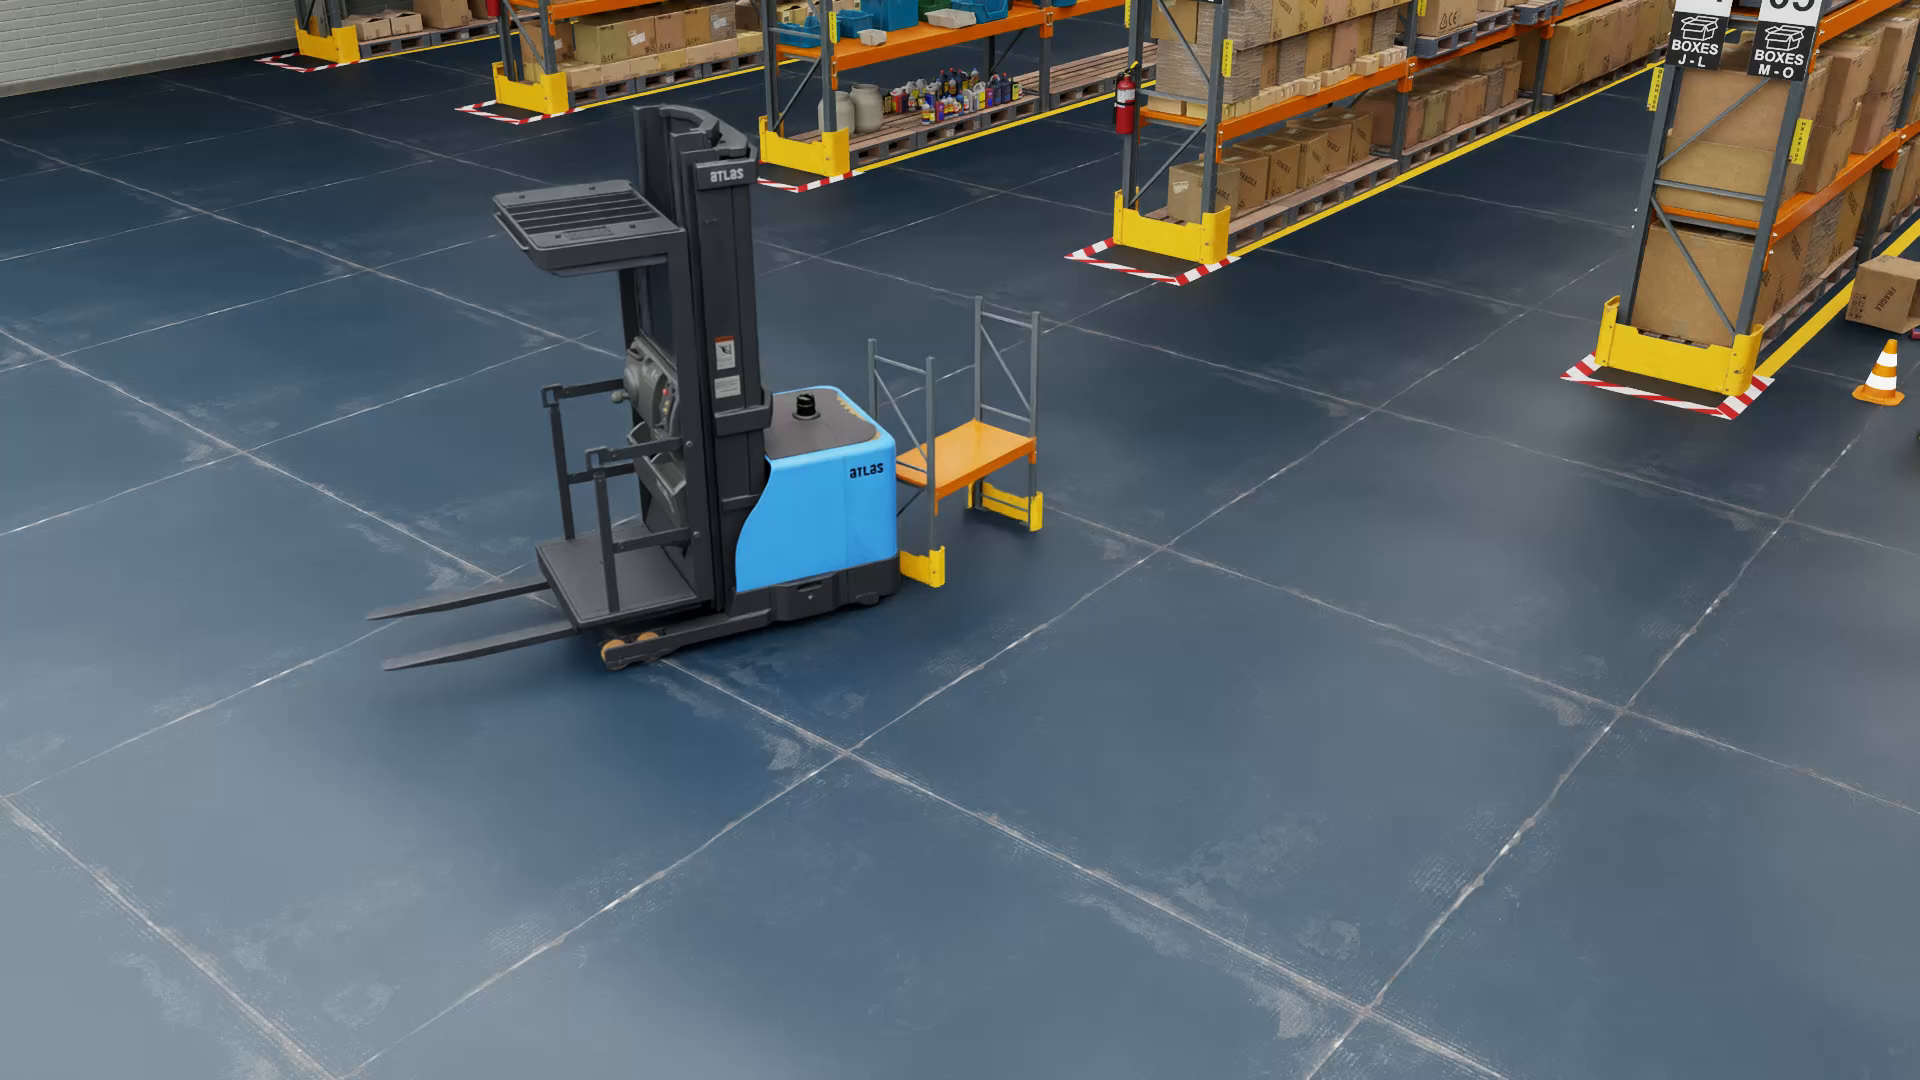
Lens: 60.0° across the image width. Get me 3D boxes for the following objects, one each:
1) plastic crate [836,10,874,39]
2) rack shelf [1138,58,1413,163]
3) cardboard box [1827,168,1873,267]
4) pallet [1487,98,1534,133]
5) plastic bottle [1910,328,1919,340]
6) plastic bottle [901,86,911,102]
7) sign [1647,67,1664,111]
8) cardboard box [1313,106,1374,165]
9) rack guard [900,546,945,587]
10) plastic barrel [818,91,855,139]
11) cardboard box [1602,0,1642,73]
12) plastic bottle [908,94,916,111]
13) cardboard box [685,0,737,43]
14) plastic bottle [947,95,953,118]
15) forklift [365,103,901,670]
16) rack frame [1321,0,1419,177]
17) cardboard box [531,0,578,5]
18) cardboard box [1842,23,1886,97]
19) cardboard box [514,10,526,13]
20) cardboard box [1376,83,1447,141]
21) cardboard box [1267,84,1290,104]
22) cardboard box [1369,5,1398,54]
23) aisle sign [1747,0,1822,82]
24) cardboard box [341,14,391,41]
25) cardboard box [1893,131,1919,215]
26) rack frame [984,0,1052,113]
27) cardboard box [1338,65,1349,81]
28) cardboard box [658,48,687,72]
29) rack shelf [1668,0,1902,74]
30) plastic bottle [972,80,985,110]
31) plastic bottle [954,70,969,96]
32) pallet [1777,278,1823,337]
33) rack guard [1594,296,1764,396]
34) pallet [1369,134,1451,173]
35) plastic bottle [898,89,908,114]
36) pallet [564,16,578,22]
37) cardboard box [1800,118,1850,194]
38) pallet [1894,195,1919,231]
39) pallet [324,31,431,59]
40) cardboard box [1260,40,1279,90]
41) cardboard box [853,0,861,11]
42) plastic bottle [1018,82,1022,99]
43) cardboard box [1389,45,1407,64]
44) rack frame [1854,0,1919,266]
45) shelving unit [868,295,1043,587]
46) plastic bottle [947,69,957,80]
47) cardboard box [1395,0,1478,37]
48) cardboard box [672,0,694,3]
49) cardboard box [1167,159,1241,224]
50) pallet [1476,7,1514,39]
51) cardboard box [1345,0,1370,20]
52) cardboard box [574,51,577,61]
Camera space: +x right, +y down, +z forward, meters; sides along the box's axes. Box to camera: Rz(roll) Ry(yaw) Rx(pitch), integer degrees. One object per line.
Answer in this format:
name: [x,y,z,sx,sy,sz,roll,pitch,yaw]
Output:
plastic crate: [-1.301,-6.049,19.471,0.499,0.251,0.408,21,34,34]
rack shelf: [3.288,-4.563,17.221,1.077,0.370,4.000,21,34,34]
cardboard box: [7.870,-3.147,15.555,0.875,0.875,0.875,21,34,35]
pallet: [6.607,-5.495,21.274,1.003,0.211,1.213,21,34,34]
plastic bottle: [8.276,-1.747,14.192,0.283,0.061,0.133,9,29,17]
plastic bottle: [-0.706,-5.517,20.767,0.152,0.276,0.135,20,33,33]
sign: [5.369,-3.471,12.809,0.100,0.325,0.005,21,34,34]
cardboard box: [4.275,-4.538,18.653,0.500,0.500,0.500,20,33,33]
rack guard: [-0.337,0.086,10.443,0.587,0.250,0.087,21,34,35]
plastic barrel: [-1.446,-4.958,19.453,0.421,0.512,0.421,0,27,0]
cardboard box: [8.690,-7.121,23.238,1.225,0.875,0.875,19,33,33]
plastic bottle: [-0.598,-5.454,20.726,0.097,0.201,0.097,0,27,0]
cardboard box: [-3.534,-7.385,23.611,0.500,0.500,0.500,21,34,34]
plastic bottle: [-0.130,-5.314,20.379,0.097,0.271,0.097,0,27,0]
forklift: [-1.919,-0.842,9.320,3.031,2.935,1.130,-13,30,-23]
rack frame: [4.561,-5.592,18.427,1.000,3.000,0.127,21,34,34]
cardboard box: [-5.319,-7.276,21.574,0.700,0.500,0.500,21,34,34]
cardboard box: [7.353,-4.152,14.304,0.875,0.550,0.550,21,34,34]
cardboard box: [-7.223,-8.673,26.988,0.380,0.166,0.250,16,31,28]
cardboard box: [5.286,-5.052,19.625,0.700,0.500,0.500,21,34,34]
cardboard box: [3.033,-4.442,16.477,0.380,0.149,0.250,21,34,34]
cardboard box: [4.227,-5.627,18.062,0.875,0.500,0.500,21,34,34]
aisle sign: [5.966,-3.730,11.998,0.394,0.787,0.004,21,34,34]
cardboard box: [-8.941,-7.737,25.020,0.500,0.311,0.500,17,32,29]
cardboard box: [9.266,-3.881,17.111,1.050,0.750,0.750,21,34,34]
rack frame: [0.739,-7.039,21.225,1.000,3.000,0.127,21,34,34]
cardboard box: [3.817,-4.889,17.342,0.380,0.149,0.250,21,34,34]
cardboard box: [-4.157,-6.692,23.088,0.500,0.250,0.500,21,34,34]
rack shelf: [7.051,-4.410,13.660,1.077,0.370,4.000,21,34,34]
plastic bottle: [0.224,-5.563,20.775,0.144,0.351,0.185,21,34,34]
plastic bottle: [0.016,-5.851,21.332,0.144,0.351,0.185,21,34,34]
pallet: [7.004,-2.187,14.879,1.003,0.211,1.213,21,34,34]
rack guard: [5.764,-1.569,13.372,1.175,0.500,0.348,21,34,34]
pallet: [5.055,-4.630,19.602,1.003,0.211,1.213,21,34,34]
plastic bottle: [-0.712,-5.440,20.610,0.061,0.283,0.133,21,34,34]
pallet: [-6.412,-8.973,27.997,1.003,0.211,1.213,21,34,34]
cardboard box: [6.766,-3.263,13.761,0.875,0.550,0.550,21,34,34]
pallet: [9.532,-3.598,17.607,1.003,0.211,1.213,21,34,34]
pallet: [-8.858,-7.583,25.310,1.003,0.211,1.213,21,34,34]
cardboard box: [2.613,-4.749,16.366,0.875,0.500,0.500,21,34,34]
cardboard box: [-1.649,-8.322,25.629,0.500,0.311,0.500,22,34,36]
plastic bottle: [0.748,-5.772,21.342,0.097,0.201,0.097,0,27,0]
cardboard box: [4.651,-5.318,18.171,0.380,0.149,0.250,21,34,34]
rack frame: [8.324,-4.106,15.555,1.000,3.000,0.127,21,34,34]
shelving unit: [-0.018,-0.645,10.496,0.587,1.500,1.083,21,34,35]
plastic bottle: [-0.095,-5.893,21.413,0.144,0.351,0.185,22,34,36]
cardboard box: [5.174,-6.286,18.658,1.000,1.000,1.000,21,34,35]
cardboard box: [-3.930,-7.534,23.901,0.500,0.500,0.500,21,34,34]
cardboard box: [2.426,-3.466,16.581,0.500,0.500,0.500,-21,34,-35]
pallet: [5.877,-6.211,19.832,1.003,0.211,1.213,21,34,34]
cardboard box: [3.851,-5.618,16.956,0.500,0.500,0.500,21,34,34]
cardboard box: [-5.203,-6.493,22.703,0.500,0.250,0.500,21,34,34]
